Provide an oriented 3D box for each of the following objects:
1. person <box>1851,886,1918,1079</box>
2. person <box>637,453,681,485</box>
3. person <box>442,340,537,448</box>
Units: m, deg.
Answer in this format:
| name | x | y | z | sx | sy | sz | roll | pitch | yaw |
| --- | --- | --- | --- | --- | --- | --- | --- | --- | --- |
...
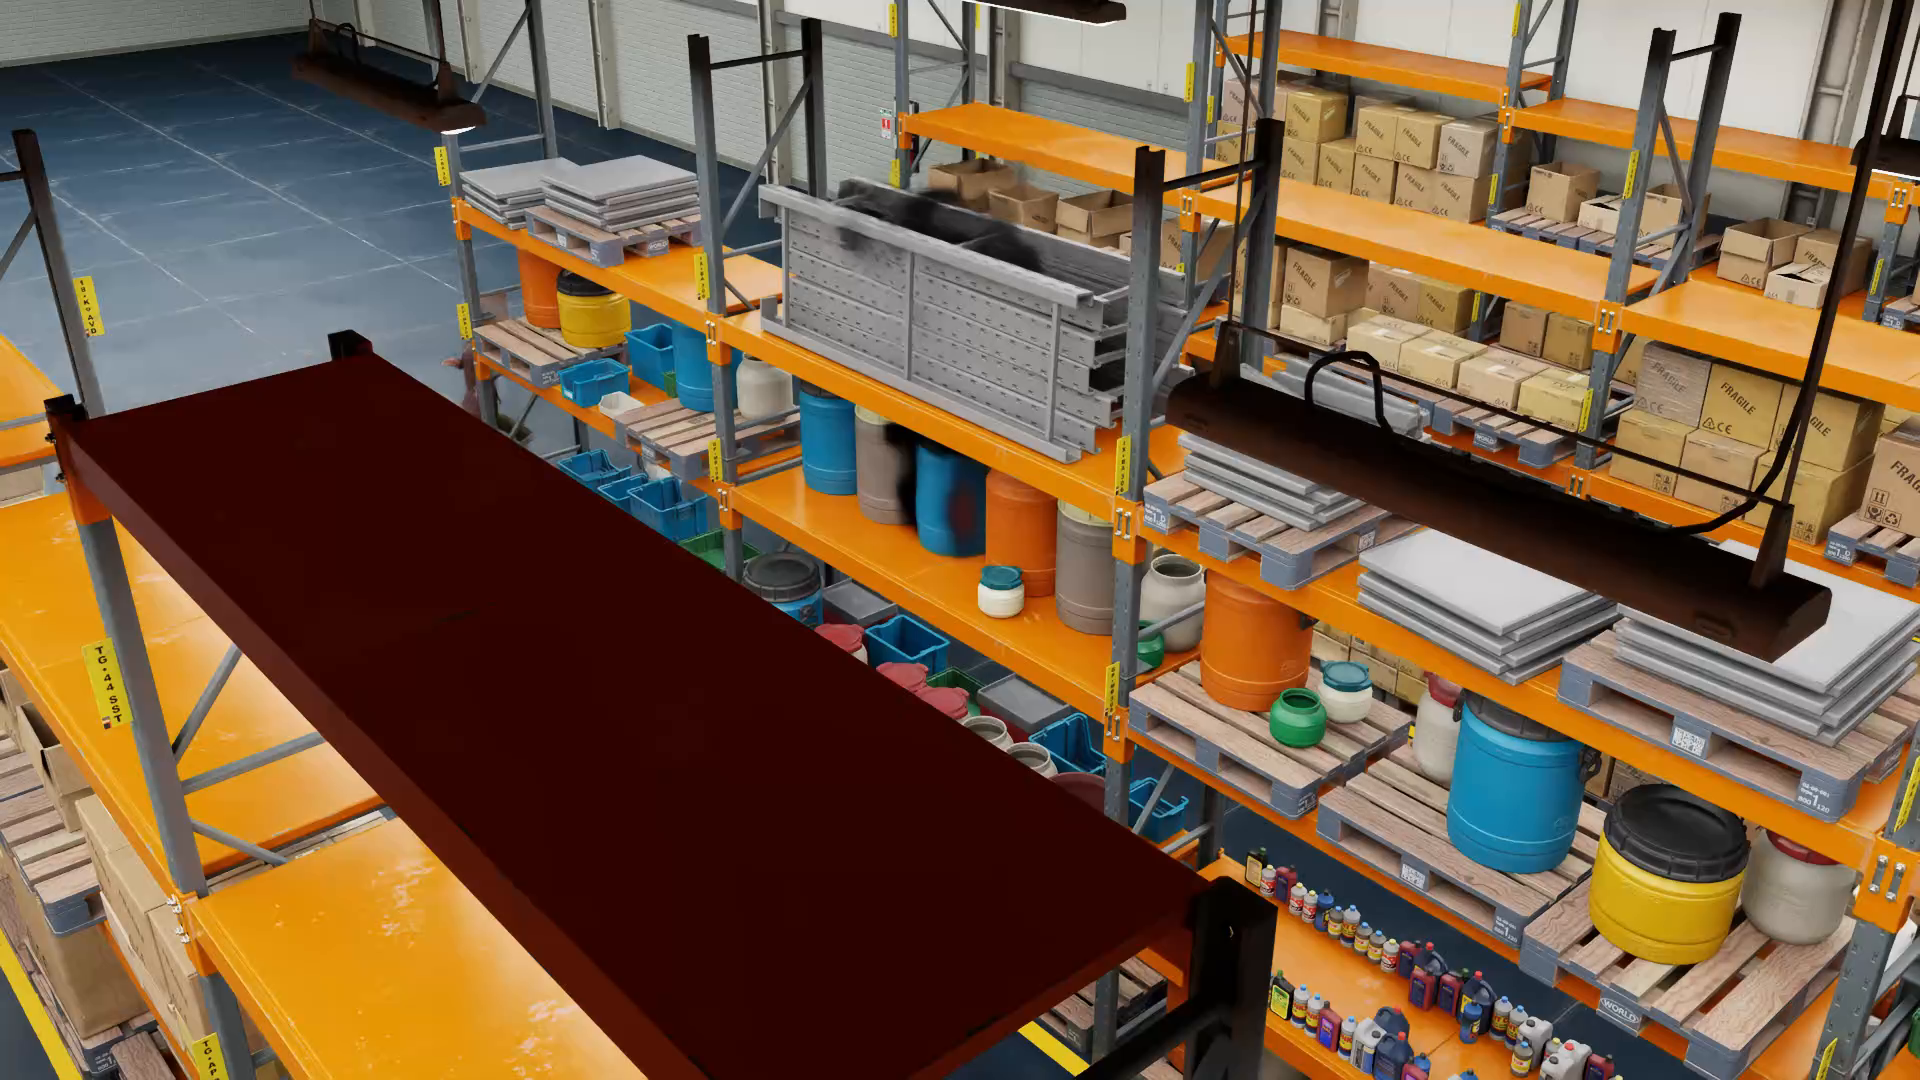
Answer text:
| name | x | y | z | sx | sy | sz | roll | pitch | yaw |
| --- | --- | --- | --- | --- | --- | --- | --- | --- | --- |
| person | 5.421 | 2.819 | 10.099 | 0.808 | 1.787 | 0.669 | 19 | 33 | 33 |
| person | -3.000 | -0.569 | 16.848 | 0.900 | 1.715 | 0.645 | 18 | 32 | 32 |
| person | -5.423 | -1.691 | 18.868 | 1.075 | 1.756 | 0.704 | -6 | 28 | -12 |
